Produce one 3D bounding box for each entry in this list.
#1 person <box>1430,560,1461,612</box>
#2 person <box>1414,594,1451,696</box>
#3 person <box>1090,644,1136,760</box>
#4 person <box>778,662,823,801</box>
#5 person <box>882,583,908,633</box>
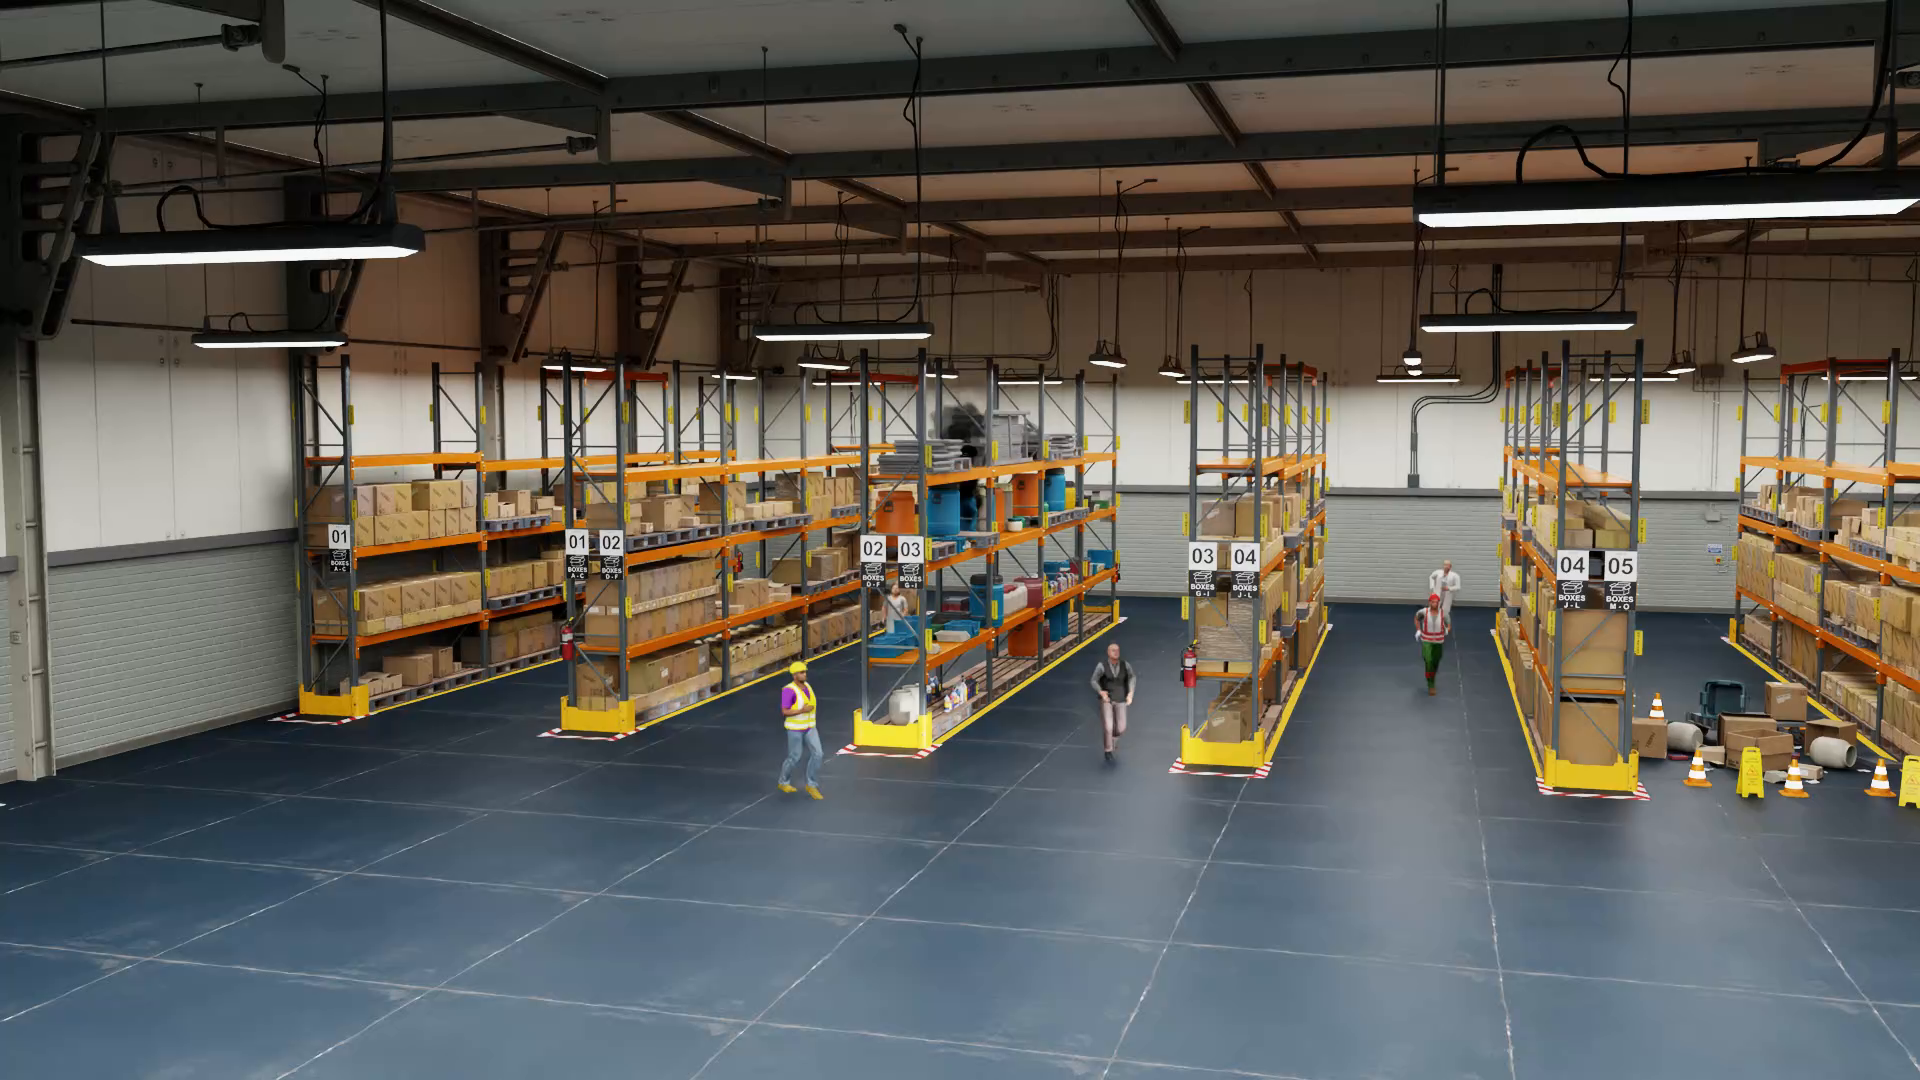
[{"bbox_3d":[10.825,1.340,37.212,0.721,1.787,0.764,1,4,18],"label":"person"},{"bbox_3d":[8.550,1.852,30.077,0.607,1.792,0.992,0,4,5],"label":"person"},{"bbox_3d":[2.248,2.360,24.291,0.700,1.692,0.610,-1,4,-7],"label":"person"},{"bbox_3d":[-2.078,2.494,21.702,0.730,1.821,0.674,4,6,40],"label":"person"},{"bbox_3d":[-1.318,1.678,33.379,0.550,1.629,0.565,0,4,4],"label":"person"}]
